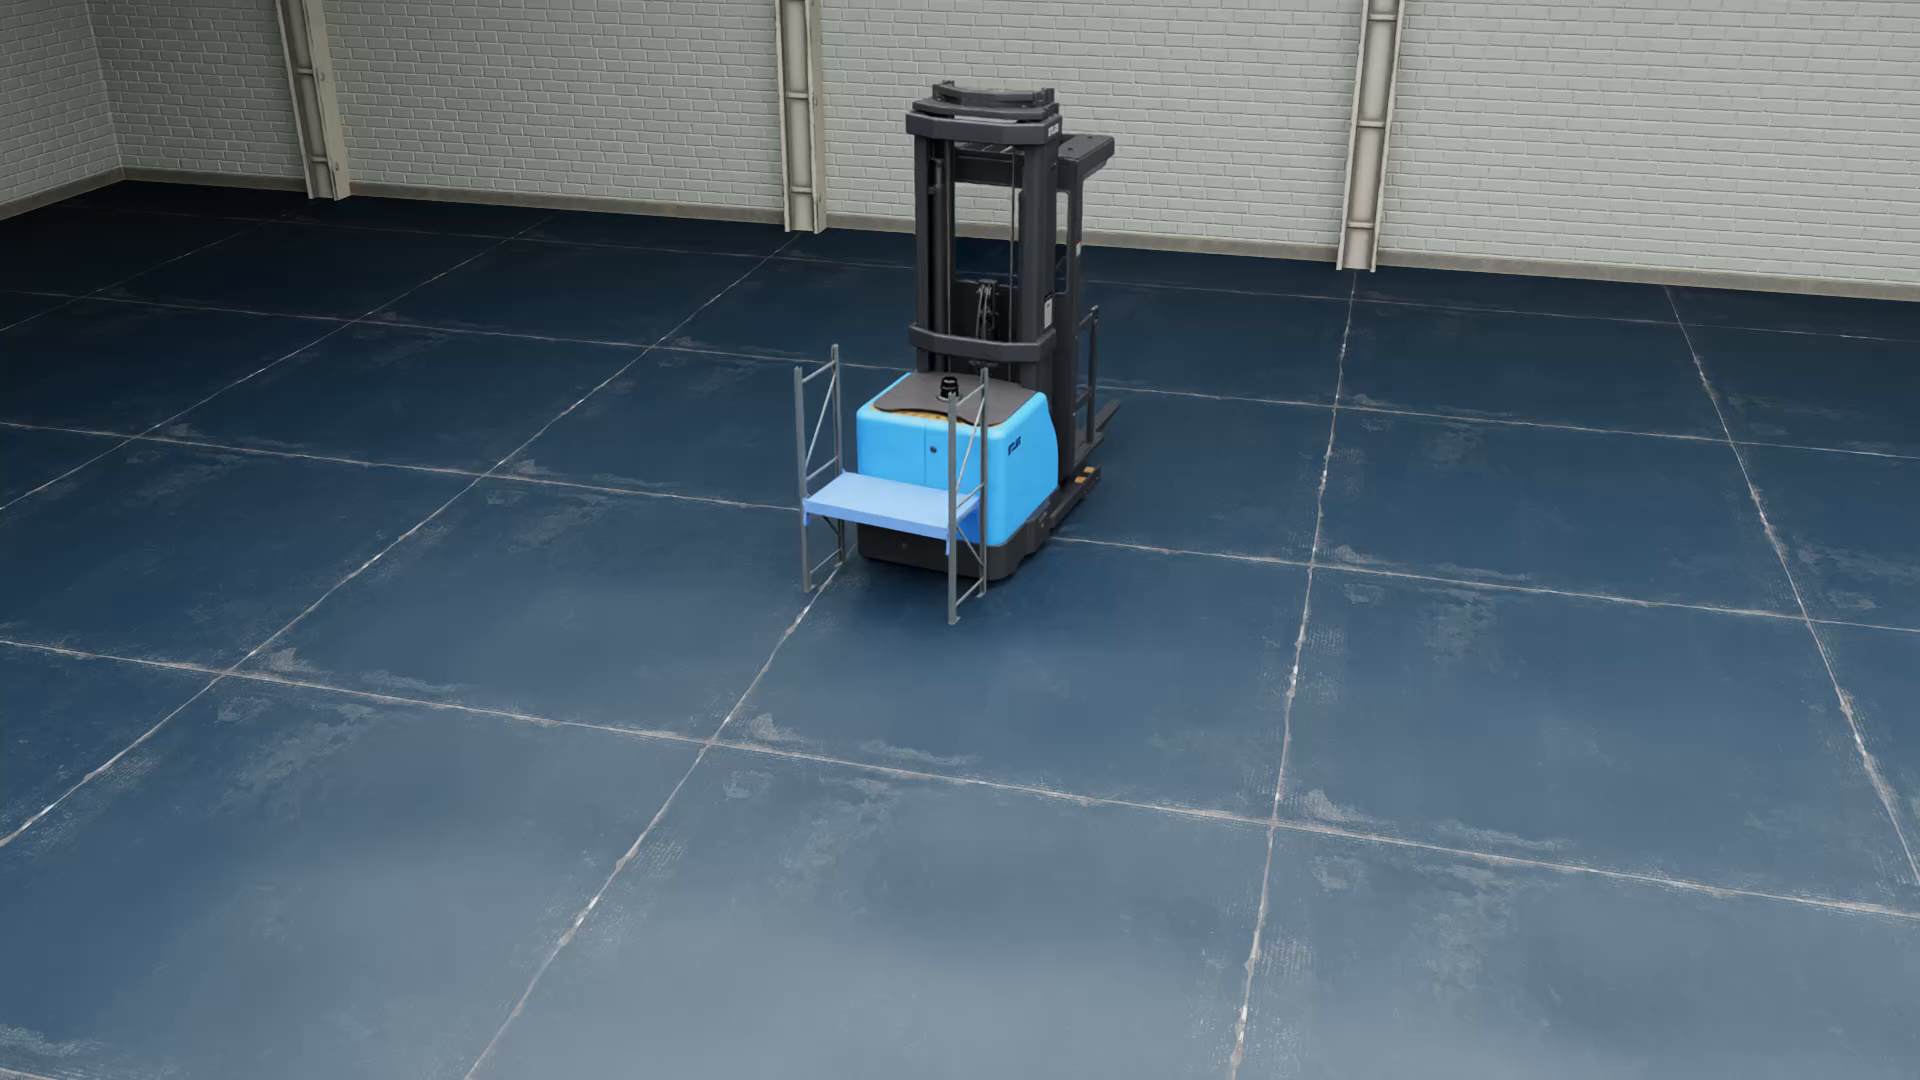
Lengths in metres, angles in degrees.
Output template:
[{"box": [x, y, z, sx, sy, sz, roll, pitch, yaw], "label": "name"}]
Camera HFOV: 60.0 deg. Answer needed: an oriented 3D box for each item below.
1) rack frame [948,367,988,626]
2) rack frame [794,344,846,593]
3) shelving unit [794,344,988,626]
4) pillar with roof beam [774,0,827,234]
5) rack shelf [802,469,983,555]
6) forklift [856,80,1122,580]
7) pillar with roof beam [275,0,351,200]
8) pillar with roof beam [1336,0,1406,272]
[{"box": [0.050, -0.253, 10.037, 0.032, 1.500, 0.500, 11, 28, 22], "label": "rack frame"}, {"box": [-0.872, -0.438, 10.425, 0.032, 1.500, 0.500, 11, 28, 22], "label": "rack frame"}, {"box": [-0.411, -0.346, 10.231, 1.048, 1.500, 0.538, 11, 28, 22], "label": "shelving unit"}, {"box": [-2.788, -5.737, 12.832, 0.400, 9.000, 9.100, 6, 26, 13], "label": "pillar with roof beam"}, {"box": [-0.411, -0.183, 10.308, 1.000, 0.185, 0.538, 11, 28, 22], "label": "rack shelf"}, {"box": [0.369, -1.675, 11.358, 1.130, 2.935, 3.031, 10, 27, 21], "label": "forklift"}, {"box": [-8.599, -6.379, 14.181, 0.400, 9.000, 9.100, 6, 26, 13], "label": "pillar with roof beam"}, {"box": [3.022, -5.095, 11.483, 0.400, 9.000, 9.100, 6, 26, 13], "label": "pillar with roof beam"}]
